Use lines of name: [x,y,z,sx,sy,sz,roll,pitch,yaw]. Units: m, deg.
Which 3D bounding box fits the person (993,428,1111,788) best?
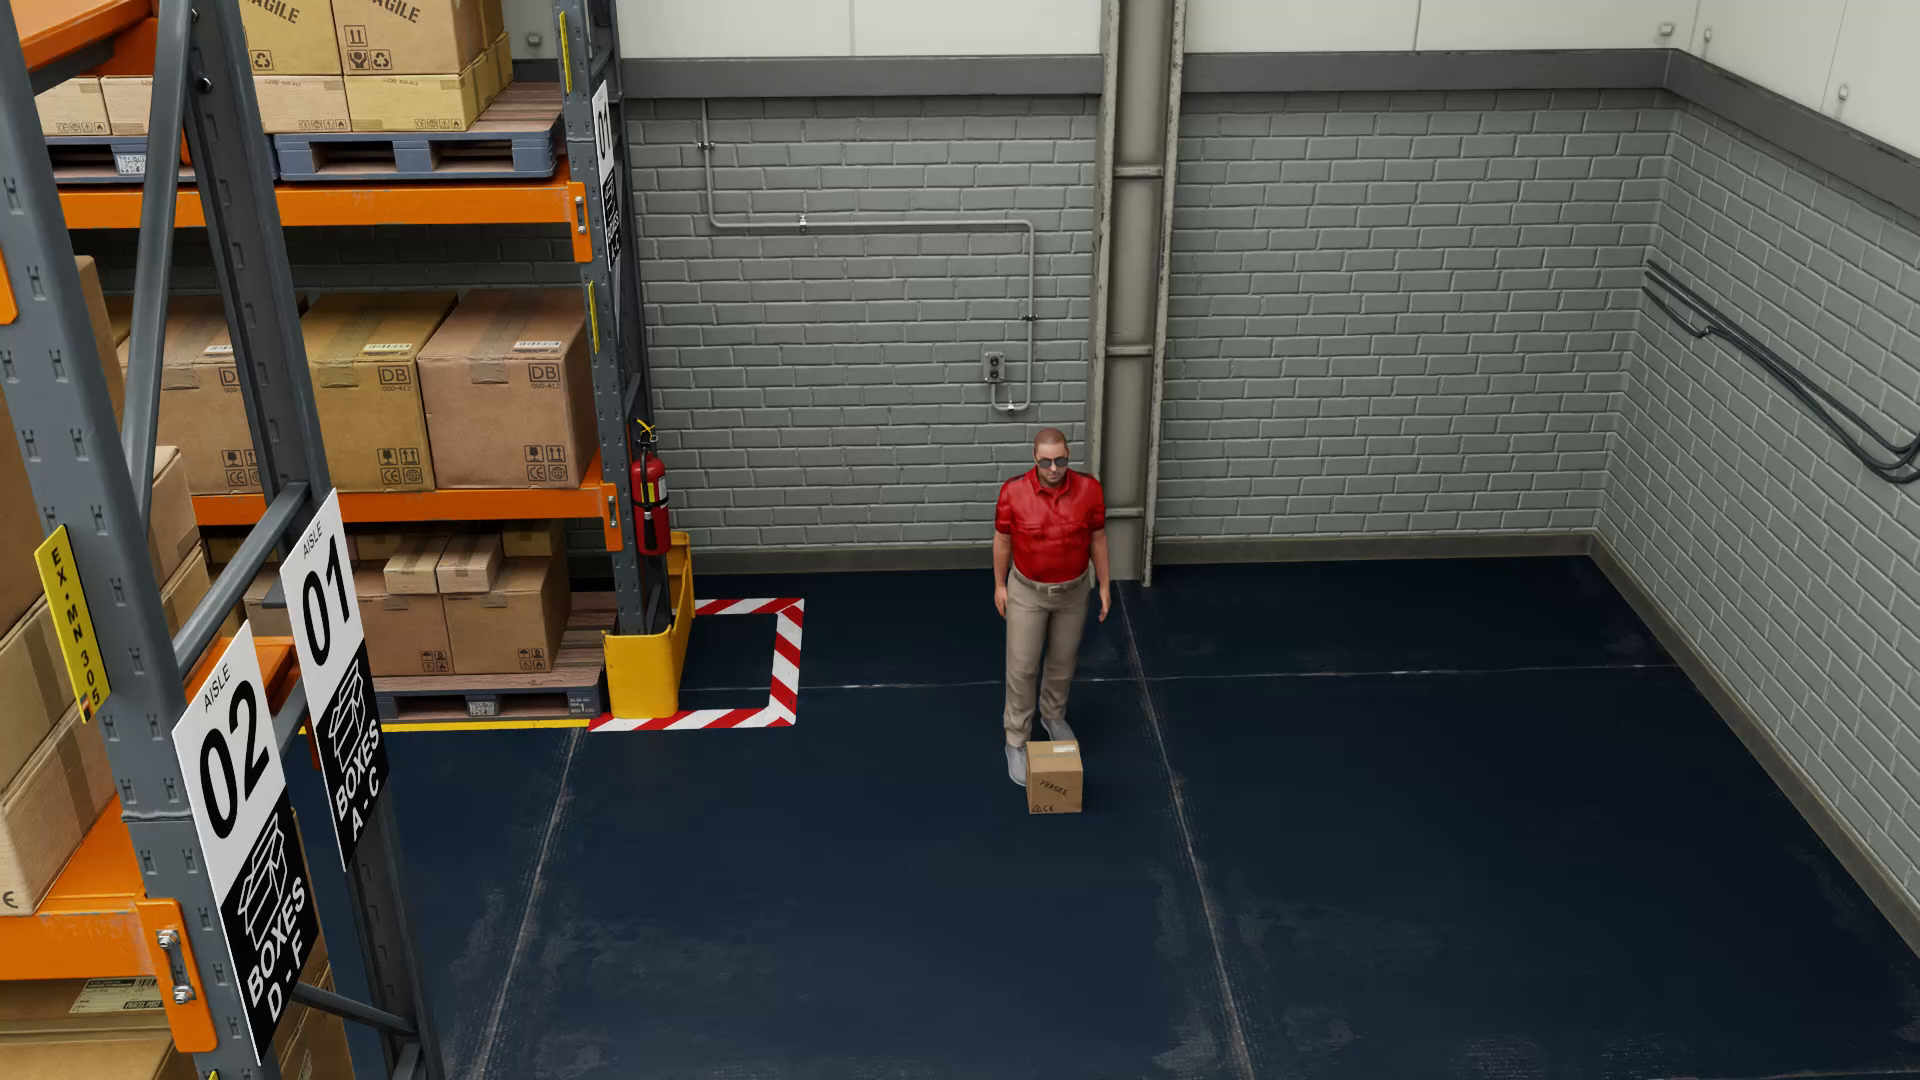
person: [0.479,0.306,8.049,0.559,1.739,0.572,-5,28,-10]
